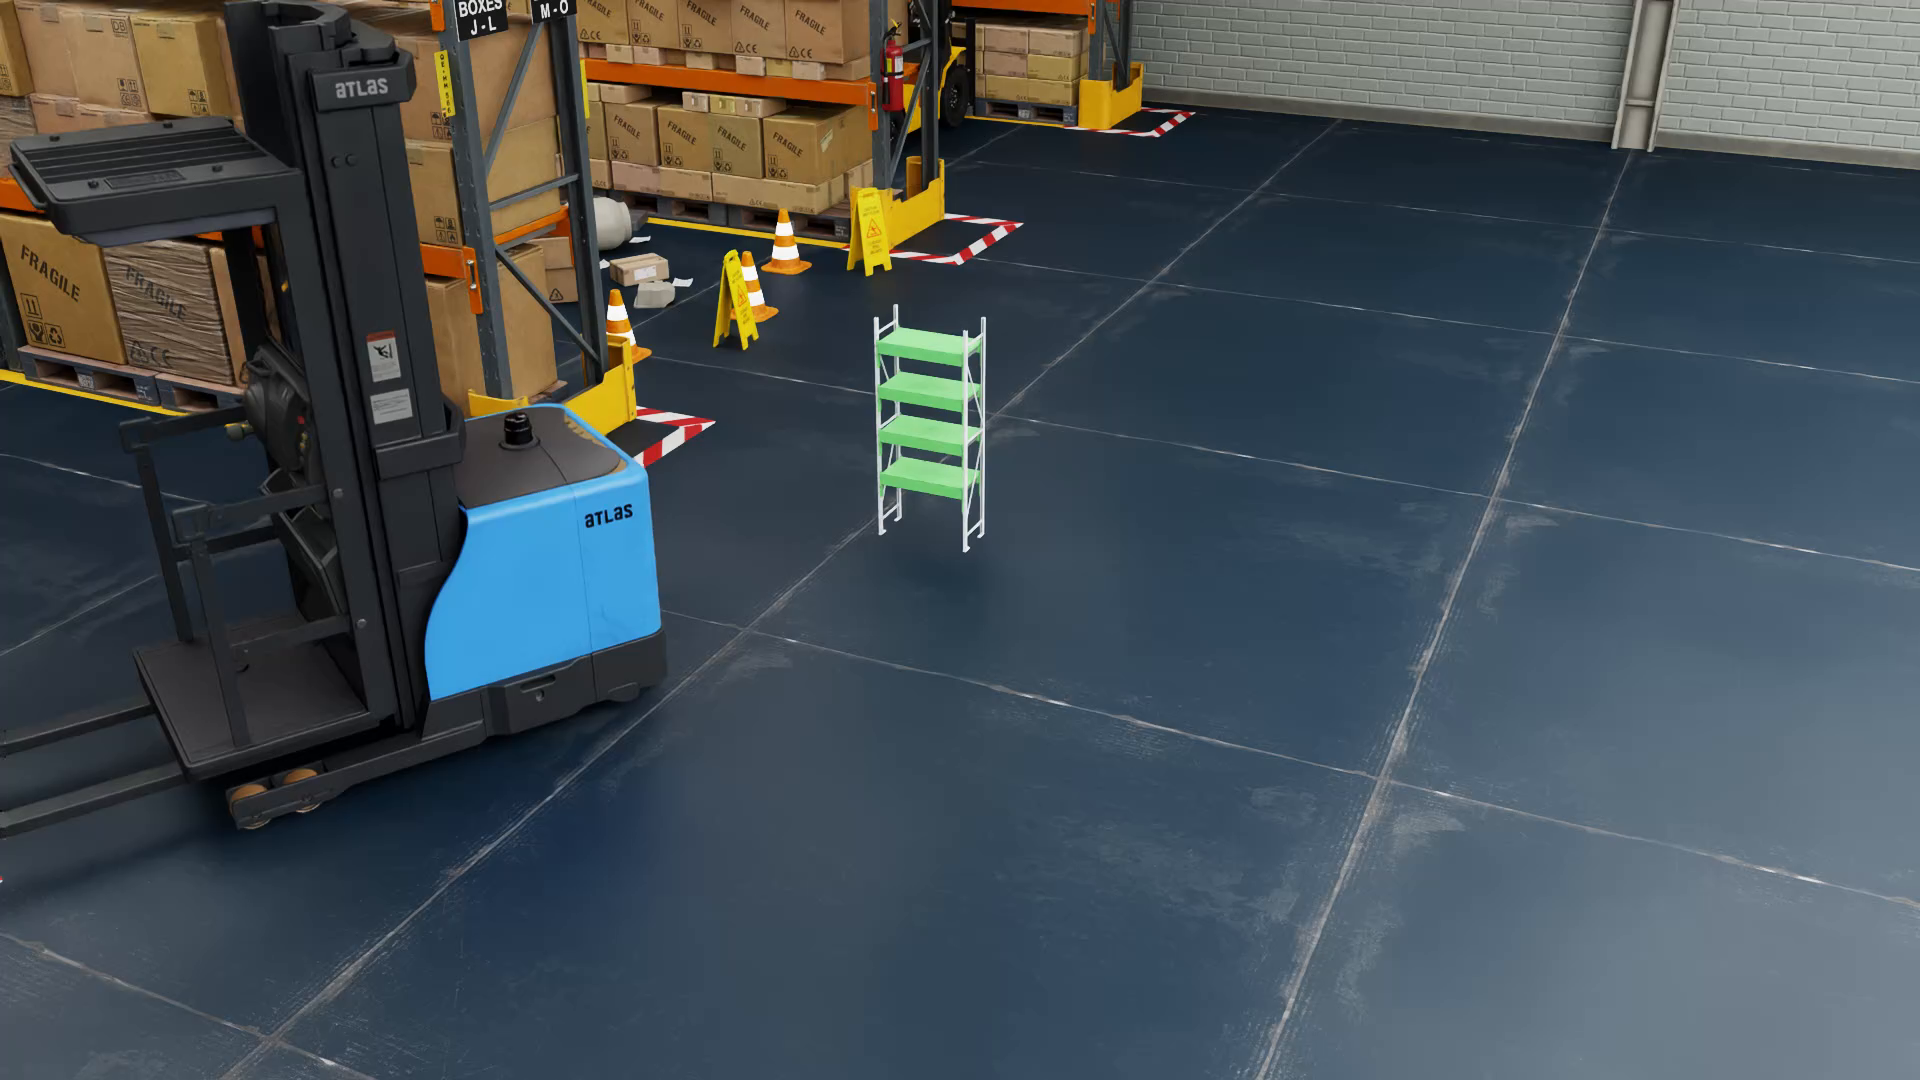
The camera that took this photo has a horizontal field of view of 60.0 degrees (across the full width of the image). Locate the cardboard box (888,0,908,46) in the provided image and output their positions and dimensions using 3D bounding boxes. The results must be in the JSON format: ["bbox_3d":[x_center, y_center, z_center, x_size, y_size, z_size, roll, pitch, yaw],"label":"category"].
[{"bbox_3d":[-0.759,-4.311,13.661,0.500,0.500,0.500,11,28,21],"label":"cardboard box"}]

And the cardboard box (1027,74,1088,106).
[{"bbox_3d":[1.050,-4.845,17.832,0.500,0.250,0.500,12,28,22],"label":"cardboard box"}]

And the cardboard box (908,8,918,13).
[{"bbox_3d":[-0.582,-5.869,18.781,0.500,0.250,0.500,12,28,22],"label":"cardboard box"}]

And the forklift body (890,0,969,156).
[{"bbox_3d":[-0.873,-5.164,16.803,1.214,2.155,2.313,11,28,22],"label":"forklift body"}]

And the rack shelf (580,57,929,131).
[{"bbox_3d":[-2.263,-3.978,14.248,4.000,0.370,1.077,11,28,22],"label":"rack shelf"}]

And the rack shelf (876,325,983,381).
[{"bbox_3d":[-0.151,-0.942,8.363,0.480,0.148,0.258,11,28,22],"label":"rack shelf"}]

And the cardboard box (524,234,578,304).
[{"bbox_3d":[-3.090,-2.118,12.482,0.637,0.503,0.797,-7,27,-14],"label":"cardboard box"}]

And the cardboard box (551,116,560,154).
[{"bbox_3d":[-3.659,-3.741,14.741,0.500,0.500,0.500,13,29,24],"label":"cardboard box"}]

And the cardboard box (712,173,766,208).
[{"bbox_3d":[-1.758,-3.027,14.140,0.500,0.250,0.500,11,28,22],"label":"cardboard box"}]

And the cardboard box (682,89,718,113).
[{"bbox_3d":[-2.109,-3.695,13.913,0.250,0.149,0.380,13,29,24],"label":"cardboard box"}]

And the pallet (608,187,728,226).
[{"bbox_3d":[-2.343,-3.084,14.775,1.213,0.211,1.003,11,28,22],"label":"pallet"}]

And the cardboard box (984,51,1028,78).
[{"bbox_3d":[0.584,-5.170,17.926,0.500,0.250,0.500,11,28,21],"label":"cardboard box"}]

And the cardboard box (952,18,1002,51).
[{"bbox_3d":[0.130,-5.473,17.975,0.500,0.250,0.500,12,29,22],"label":"cardboard box"}]

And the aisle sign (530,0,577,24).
[{"bbox_3d":[-2.211,-3.200,8.910,0.004,0.787,0.394,11,28,22],"label":"aisle sign"}]

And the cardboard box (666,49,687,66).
[{"bbox_3d":[-2.255,-4.092,13.949,0.250,0.149,0.380,11,28,22],"label":"cardboard box"}]

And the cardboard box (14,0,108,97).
[{"bbox_3d":[-5.171,-3.074,10.205,0.550,0.550,0.875,11,28,22],"label":"cardboard box"}]

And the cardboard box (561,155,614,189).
[{"bbox_3d":[-3.168,-3.311,14.717,0.500,0.250,0.500,13,29,25],"label":"cardboard box"}]

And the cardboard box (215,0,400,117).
[{"bbox_3d":[-3.714,-2.782,9.611,0.550,0.550,0.875,11,28,22],"label":"cardboard box"}]

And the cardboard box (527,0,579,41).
[{"bbox_3d":[-3.332,-4.569,14.185,0.500,0.500,0.500,11,28,22],"label":"cardboard box"}]

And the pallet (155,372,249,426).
[{"bbox_3d":[-4.267,-1.013,10.569,1.213,0.211,1.003,11,28,22],"label":"pallet"}]

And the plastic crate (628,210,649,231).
[{"bbox_3d":[-2.994,-2.739,14.224,0.583,0.080,0.402,2,26,4],"label":"plastic crate"}]

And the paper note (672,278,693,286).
[{"bbox_3d":[-2.127,-1.975,12.727,0.142,0.019,0.148,2,26,4],"label":"paper note"}]

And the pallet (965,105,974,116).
[{"bbox_3d":[-0.212,-5.027,18.721,1.213,0.211,1.003,11,28,22],"label":"pallet"}]

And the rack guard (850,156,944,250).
[{"bbox_3d":[-0.512,-2.827,13.926,0.348,0.500,1.175,11,28,22],"label":"rack guard"}]

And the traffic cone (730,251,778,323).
[{"bbox_3d":[-1.518,-1.848,11.980,0.334,0.463,0.336,11,28,22],"label":"traffic cone"}]

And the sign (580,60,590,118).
[{"bbox_3d":[-2.165,-2.572,9.508,0.005,0.325,0.100,11,28,22],"label":"sign"}]

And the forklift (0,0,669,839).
[{"bbox_3d":[-2.799,-0.458,6.362,3.031,2.935,1.130,-17,31,-30],"label":"forklift"}]

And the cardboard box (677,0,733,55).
[{"bbox_3d":[-1.959,-4.288,13.613,0.500,0.500,0.500,11,28,22],"label":"cardboard box"}]

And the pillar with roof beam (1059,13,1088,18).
[{"bbox_3d":[-0.434,-7.381,13.555,0.400,9.000,9.100,11,28,22],"label":"pillar with roof beam"}]

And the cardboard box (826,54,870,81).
[{"bbox_3d":[-0.872,-3.804,13.366,0.250,0.149,0.380,12,29,24],"label":"cardboard box"}]

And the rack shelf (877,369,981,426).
[{"bbox_3d":[-0.151,-0.727,8.469,0.480,0.148,0.258,11,28,22],"label":"rack shelf"}]

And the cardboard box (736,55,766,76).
[{"bbox_3d":[-1.620,-3.896,13.553,0.250,0.149,0.380,12,29,23],"label":"cardboard box"}]

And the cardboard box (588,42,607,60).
[{"bbox_3d":[-2.958,-4.210,14.189,0.250,0.149,0.380,11,28,22],"label":"cardboard box"}]

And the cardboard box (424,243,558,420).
[{"bbox_3d":[-3.044,-1.258,9.840,0.875,0.875,0.875,12,28,22],"label":"cardboard box"}]

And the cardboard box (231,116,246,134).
[{"bbox_3d":[-3.724,-2.287,9.830,0.550,0.550,0.875,11,28,22],"label":"cardboard box"}]

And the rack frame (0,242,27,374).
[{"bbox_3d":[-6.041,-2.657,10.751,0.127,3.000,1.000,11,28,22],"label":"rack frame"}]

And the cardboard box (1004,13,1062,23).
[{"bbox_3d":[0.793,-5.588,18.210,0.500,0.250,0.500,11,28,22],"label":"cardboard box"}]

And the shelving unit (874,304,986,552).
[{"bbox_3d":[-0.151,-0.569,8.546,0.503,1.200,0.258,11,28,22],"label":"shelving unit"}]

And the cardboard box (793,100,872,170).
[{"bbox_3d":[-1.084,-3.489,14.229,0.500,0.500,0.500,10,28,20],"label":"cardboard box"}]

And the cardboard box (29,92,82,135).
[{"bbox_3d":[-5.190,-2.570,10.405,0.550,0.550,0.875,11,28,22],"label":"cardboard box"}]

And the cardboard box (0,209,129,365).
[{"bbox_3d":[-5.497,-1.749,10.837,0.875,0.875,0.875,12,29,23],"label":"cardboard box"}]

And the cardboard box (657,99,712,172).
[{"bbox_3d":[-2.213,-3.457,14.164,0.500,0.500,0.500,11,28,21],"label":"cardboard box"}]
